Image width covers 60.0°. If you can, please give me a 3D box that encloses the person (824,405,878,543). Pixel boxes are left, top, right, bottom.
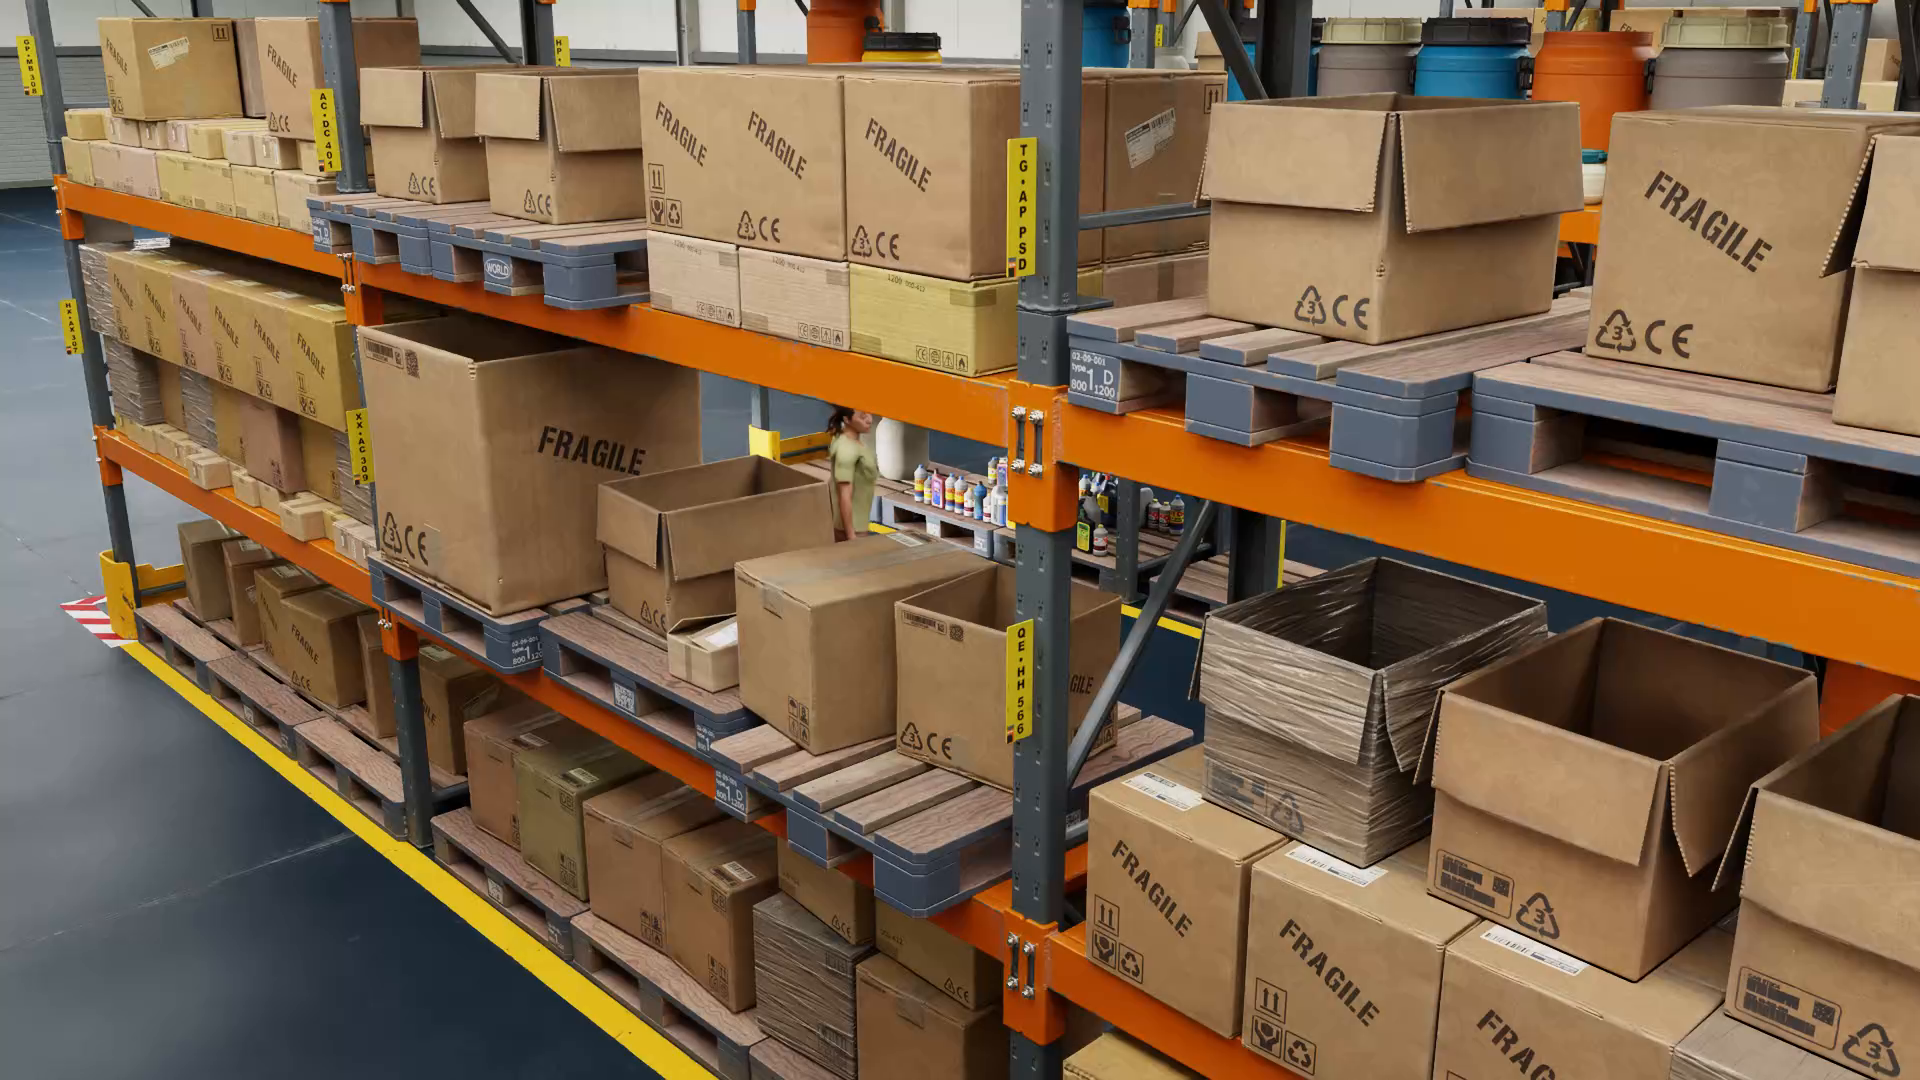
[{"bbox_3d":[-0.605,-0.065,9.693,0.594,1.666,0.528,-3,18,-11],"label":"person"}]
